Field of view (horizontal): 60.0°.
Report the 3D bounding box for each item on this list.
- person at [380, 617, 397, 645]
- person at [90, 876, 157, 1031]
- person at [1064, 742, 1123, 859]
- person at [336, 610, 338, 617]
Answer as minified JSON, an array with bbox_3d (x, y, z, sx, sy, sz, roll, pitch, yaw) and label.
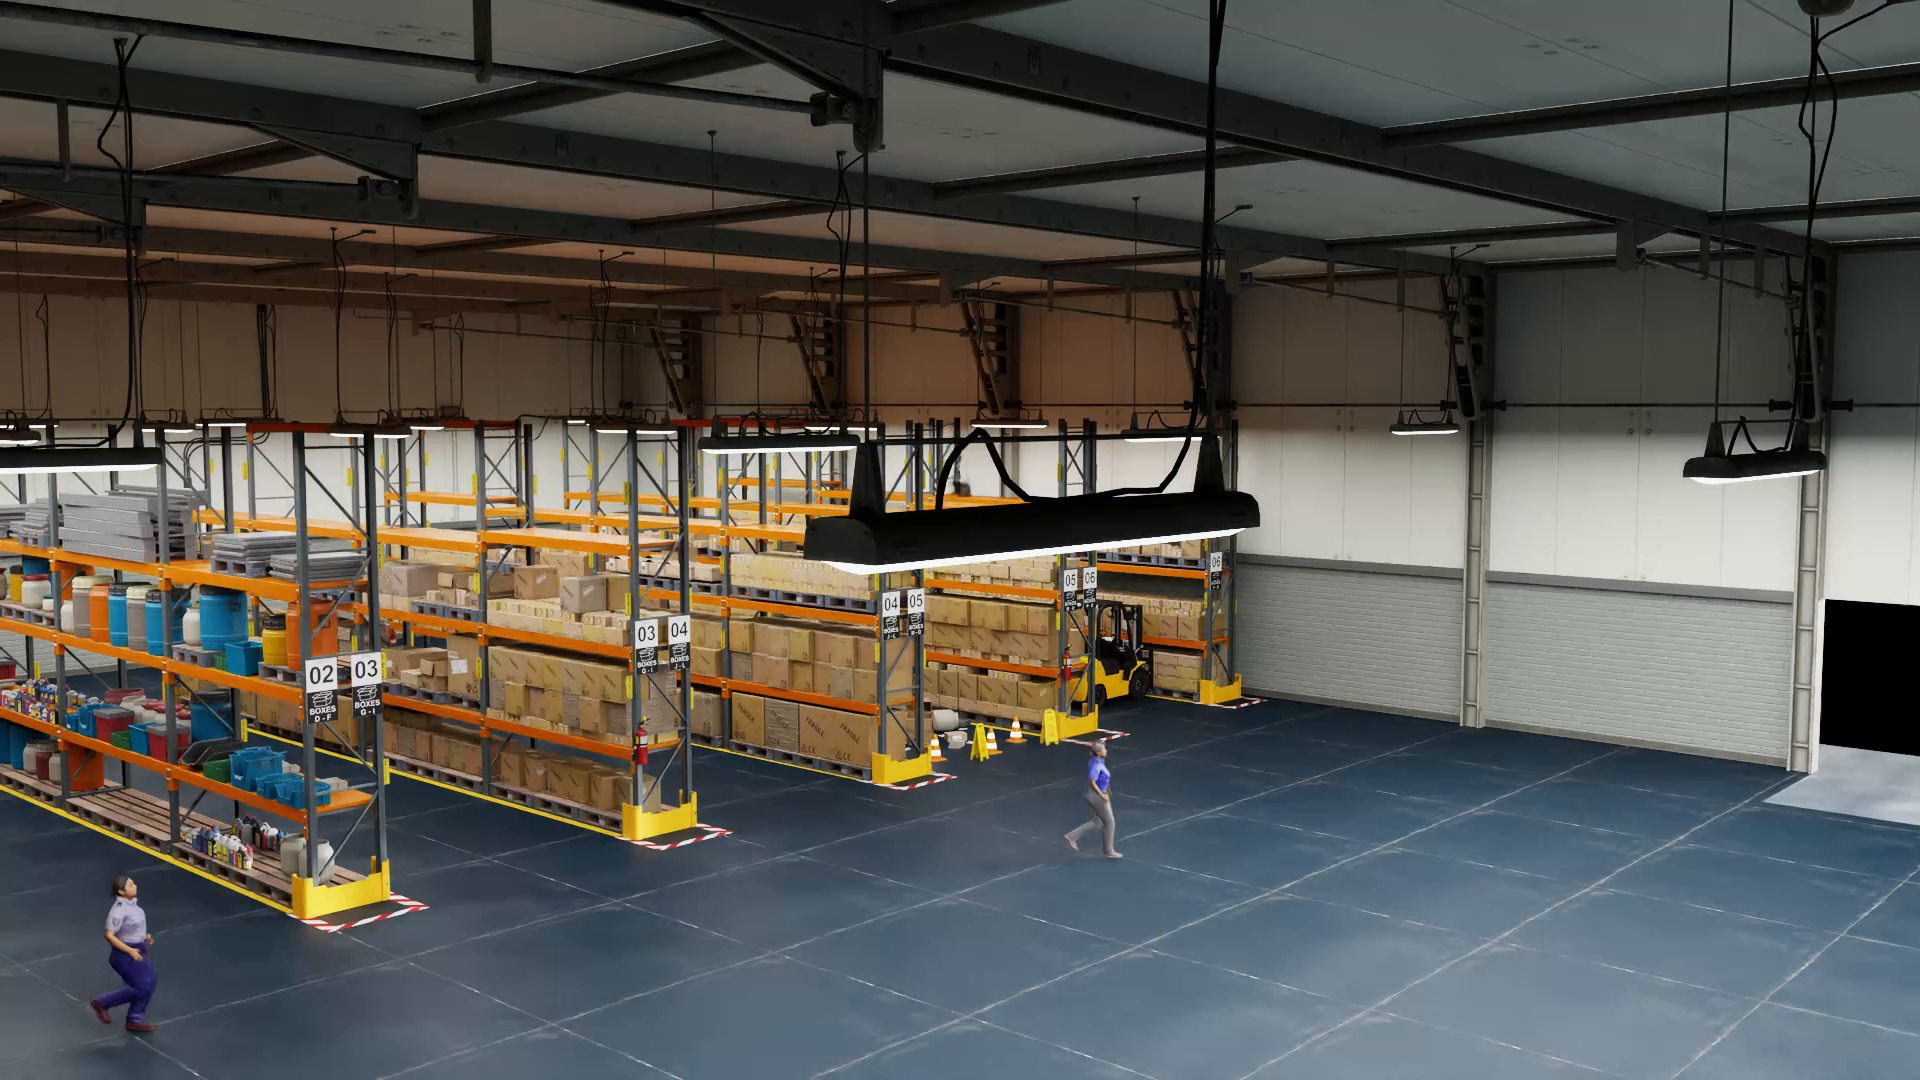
[{"bbox_3d":[-12.475,2.520,35.859,0.921,1.748,0.653,4,6,41],"label":"person"},{"bbox_3d":[-8.431,4.176,16.748,0.575,1.609,0.614,-1,5,-16],"label":"person"},{"bbox_3d":[1.882,3.625,23.138,0.796,1.648,0.587,-1,5,-10],"label":"person"},{"bbox_3d":[-14.189,2.412,37.495,0.765,1.665,1.098,0,5,1],"label":"person"}]
